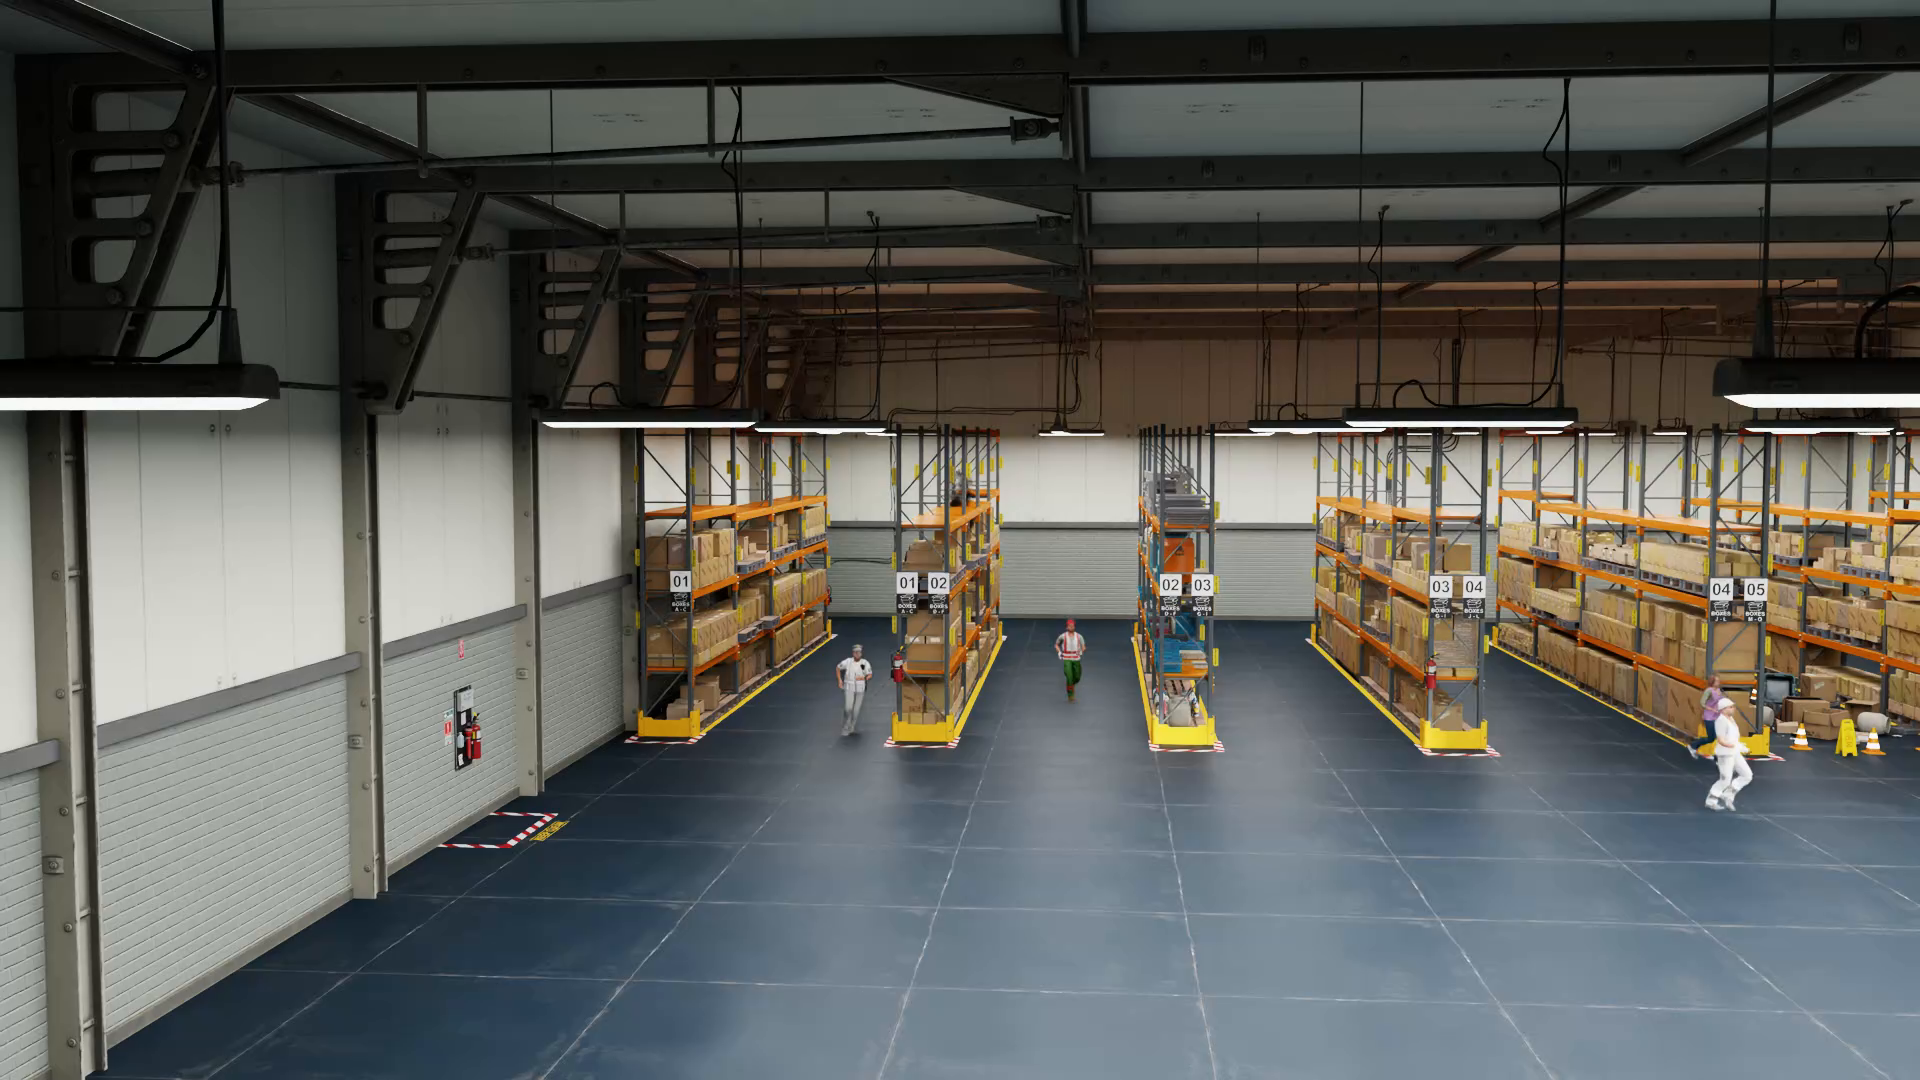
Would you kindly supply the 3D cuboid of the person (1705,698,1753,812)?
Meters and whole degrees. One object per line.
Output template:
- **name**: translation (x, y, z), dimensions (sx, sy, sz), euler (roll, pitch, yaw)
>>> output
- **person**: translation (11.781, 3.291, 25.453), dimensions (0.656, 1.751, 0.673), euler (3, 5, 43)

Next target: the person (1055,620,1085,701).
- **person**: translation (2.412, 2.616, 36.231), dimensions (0.663, 1.746, 0.745), euler (0, 3, -7)

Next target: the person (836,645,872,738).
- **person**: translation (-2.024, 2.907, 32.079), dimensions (0.661, 1.799, 0.673), euler (-1, 4, -15)

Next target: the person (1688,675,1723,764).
- **person**: translation (13.143, 3.159, 29.153), dimensions (0.555, 1.606, 0.737), euler (-2, 4, -34)
